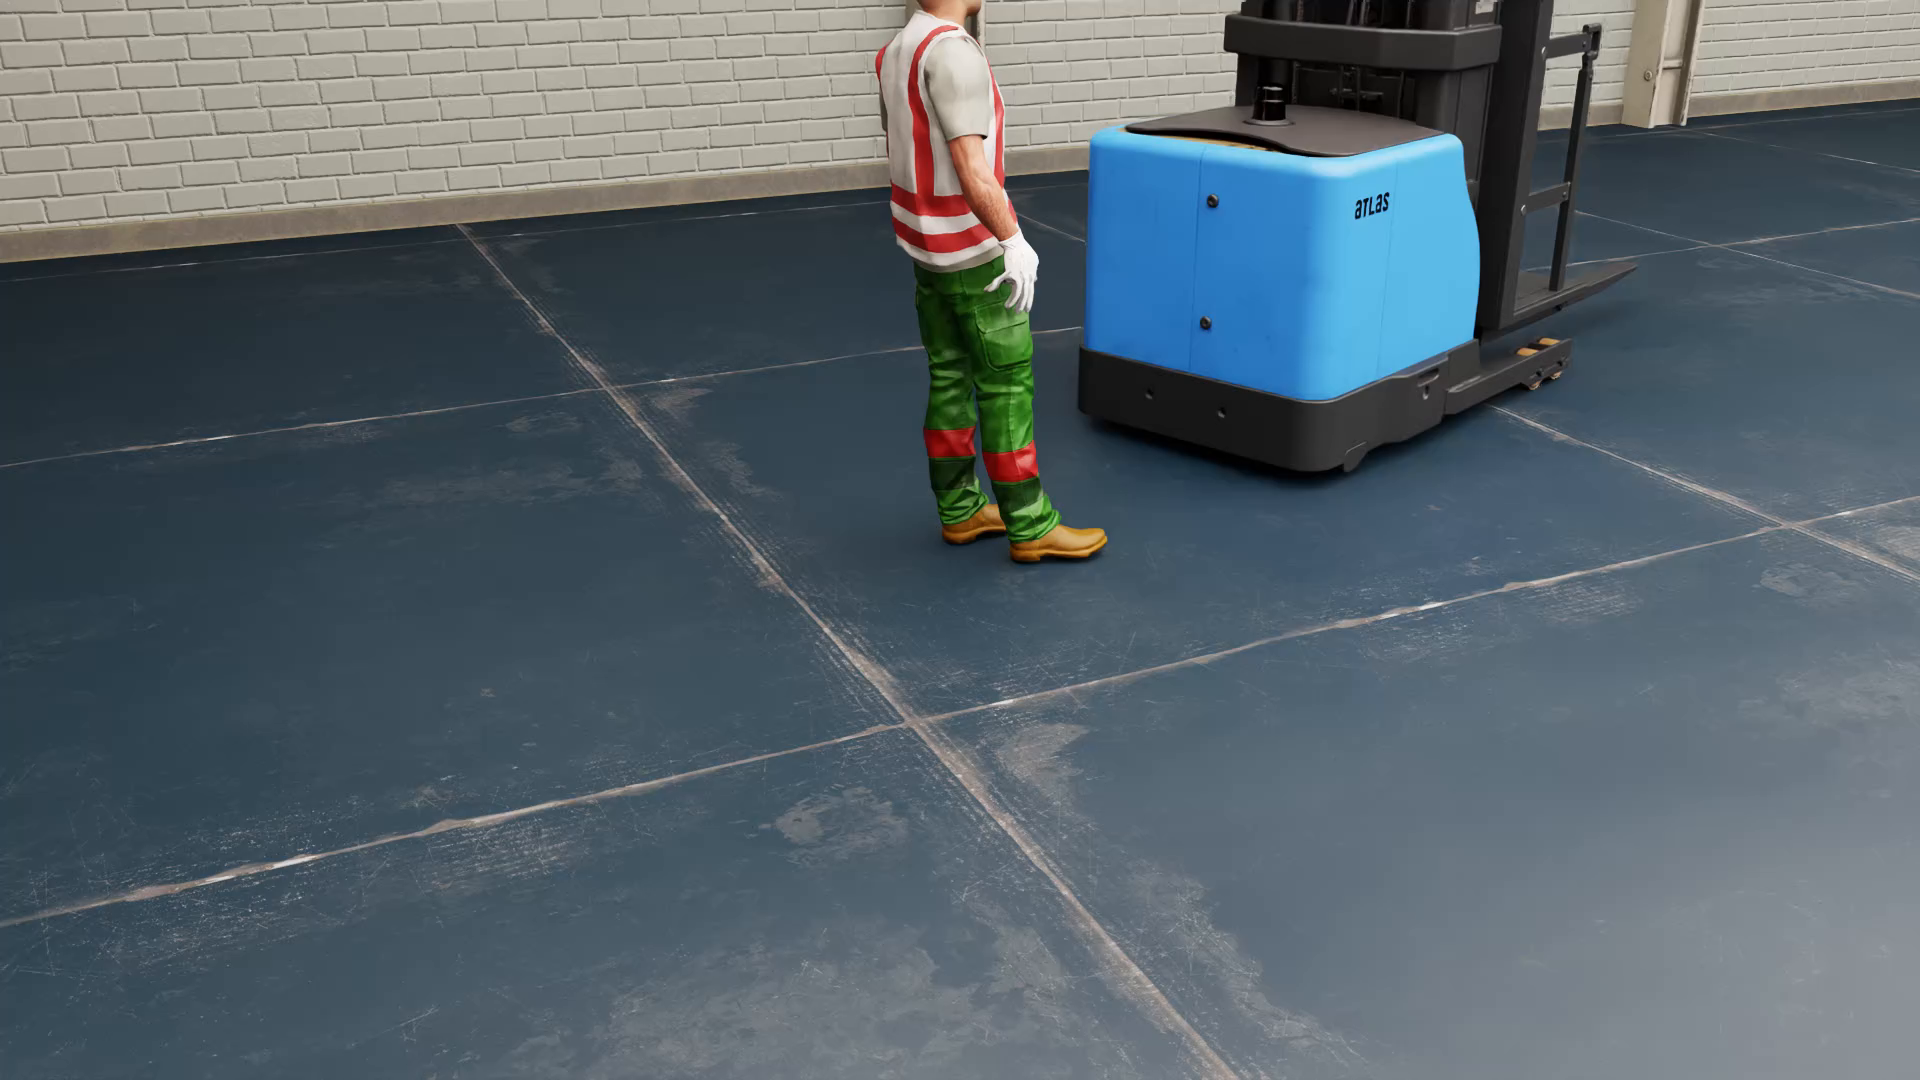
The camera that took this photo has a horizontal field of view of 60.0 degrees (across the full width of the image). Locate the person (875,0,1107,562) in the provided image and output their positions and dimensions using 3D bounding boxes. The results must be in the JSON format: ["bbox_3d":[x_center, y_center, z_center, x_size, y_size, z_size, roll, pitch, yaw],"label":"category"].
[{"bbox_3d":[0.077,-0.842,4.782,0.564,1.787,0.638,-10,25,-23],"label":"person"}]

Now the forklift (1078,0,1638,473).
[{"bbox_3d":[1.799,-2.057,6.237,1.130,2.935,3.031,19,29,39],"label":"forklift"}]
